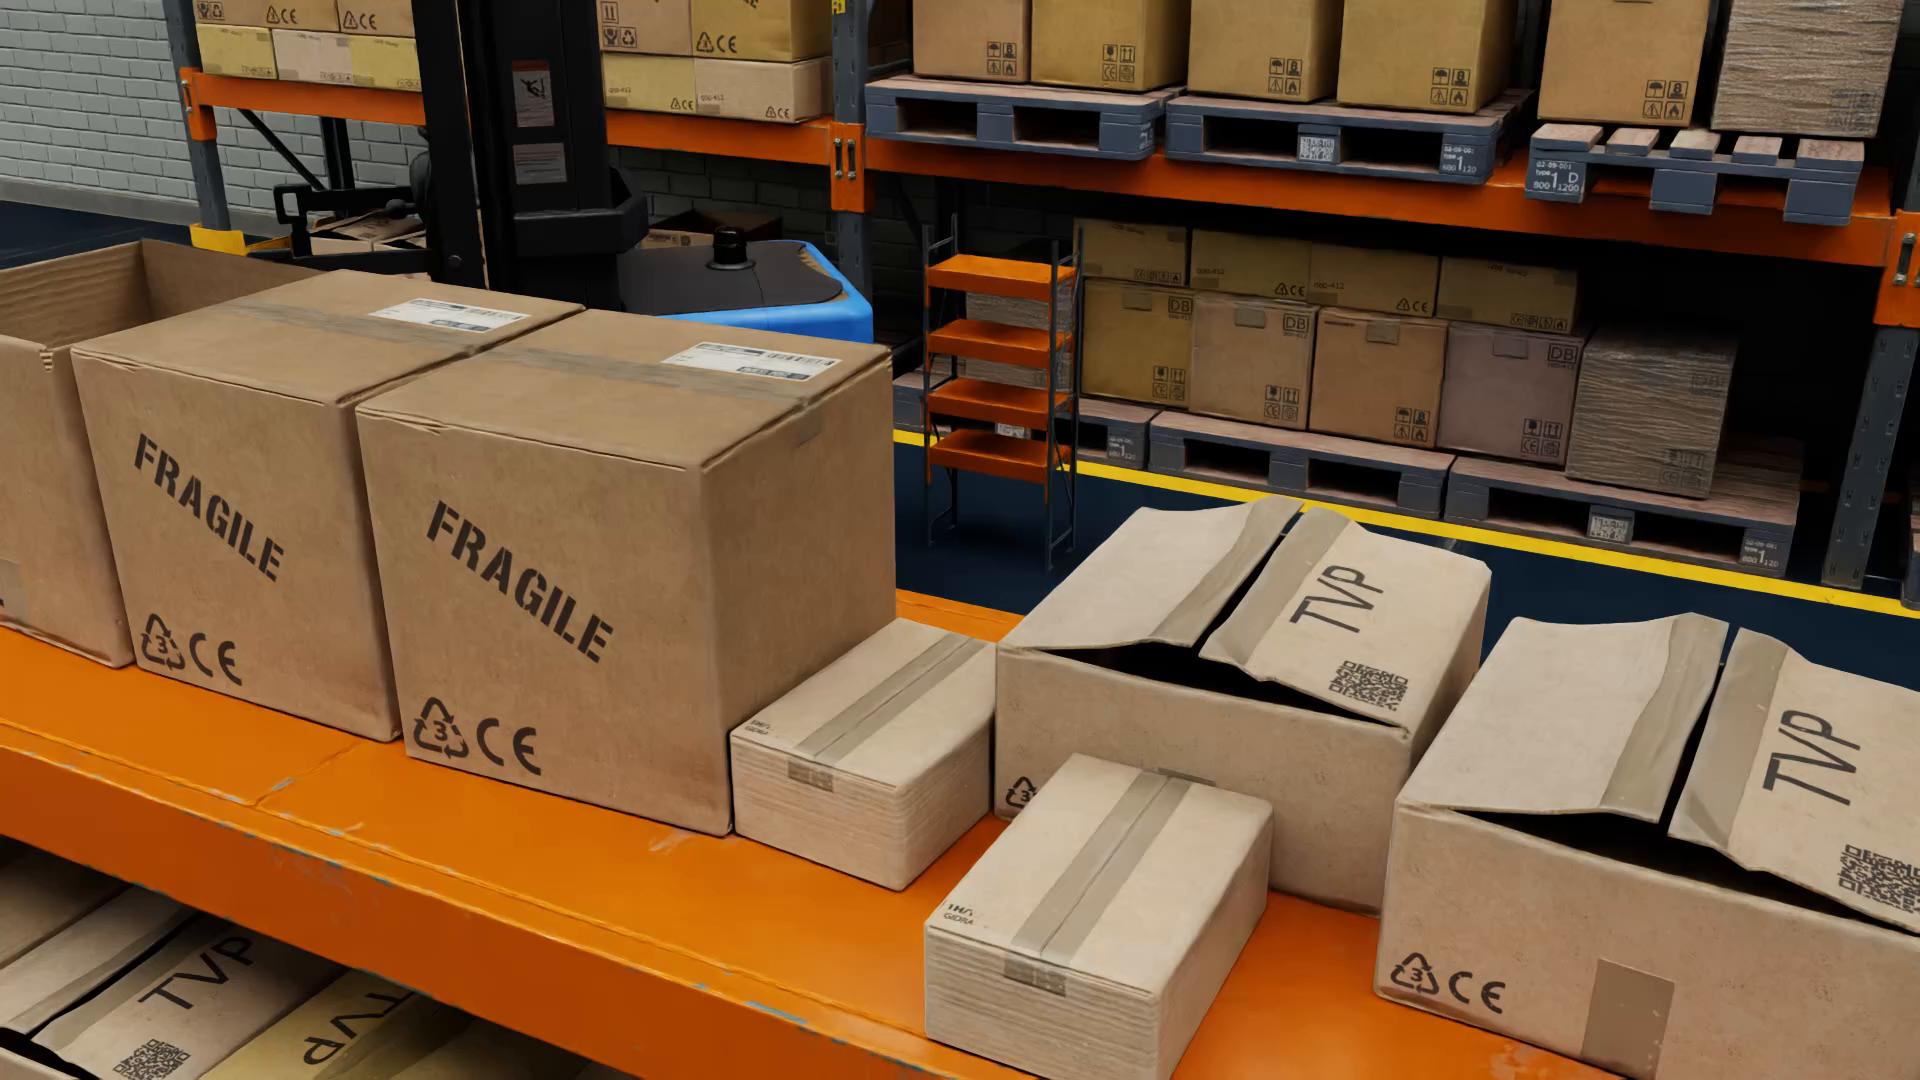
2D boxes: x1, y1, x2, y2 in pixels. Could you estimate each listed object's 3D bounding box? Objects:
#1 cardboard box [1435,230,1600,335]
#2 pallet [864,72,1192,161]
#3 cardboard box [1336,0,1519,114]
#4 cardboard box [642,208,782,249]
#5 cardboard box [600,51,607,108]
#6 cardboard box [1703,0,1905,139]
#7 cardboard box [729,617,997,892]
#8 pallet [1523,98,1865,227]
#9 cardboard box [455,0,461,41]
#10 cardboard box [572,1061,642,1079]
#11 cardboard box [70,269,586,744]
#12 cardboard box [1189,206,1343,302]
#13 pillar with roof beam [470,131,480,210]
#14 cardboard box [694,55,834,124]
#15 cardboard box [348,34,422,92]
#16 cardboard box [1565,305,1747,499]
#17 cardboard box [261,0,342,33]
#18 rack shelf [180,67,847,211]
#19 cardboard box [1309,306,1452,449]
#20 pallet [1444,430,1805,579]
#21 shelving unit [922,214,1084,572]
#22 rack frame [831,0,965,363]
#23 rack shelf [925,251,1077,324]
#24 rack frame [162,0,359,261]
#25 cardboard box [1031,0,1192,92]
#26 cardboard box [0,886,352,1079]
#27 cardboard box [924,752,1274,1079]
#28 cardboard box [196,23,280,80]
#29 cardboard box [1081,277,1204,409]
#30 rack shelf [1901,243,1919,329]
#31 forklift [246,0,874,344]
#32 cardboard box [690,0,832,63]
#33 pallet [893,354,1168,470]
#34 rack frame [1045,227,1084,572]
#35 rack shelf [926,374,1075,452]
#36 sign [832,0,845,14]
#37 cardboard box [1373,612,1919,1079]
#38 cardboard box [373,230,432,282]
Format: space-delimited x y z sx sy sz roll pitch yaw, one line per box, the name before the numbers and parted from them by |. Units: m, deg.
cardboard box | 2.170 -1.009 6.464 0.500 0.250 0.500 12 26 26
pallet | 0.364 -1.813 6.925 1.213 0.211 1.003 11 25 25
cardboard box | 1.771 -1.921 6.244 0.500 0.500 0.700 11 25 25
cardboard box | -1.197 -1.308 8.126 0.500 0.500 0.500 9 25 21
cardboard box | -1.709 -2.179 7.707 0.500 0.250 0.500 11 25 24
cardboard box | 2.893 -1.709 5.745 0.500 0.500 0.700 8 24 18
cardboard box | -0.078 0.260 2.126 0.250 0.149 0.380 13 26 28
pallet | 2.633 -1.381 5.909 1.003 0.211 1.213 11 25 25
cardboard box | -2.171 -2.618 7.781 0.500 0.500 0.500 12 26 26
cardboard box | -0.409 0.978 2.377 0.500 0.311 0.500 11 25 24
cardboard box | -0.889 -0.079 2.476 0.500 0.500 0.500 11 25 25
cardboard box | 1.272 -1.193 6.896 0.500 0.250 0.500 10 25 23
pillar with roof beam | -4.750 -4.229 4.695 0.400 9.000 9.100 11 25 25
cardboard box | -0.812 -2.005 7.297 0.500 0.250 0.500 11 26 25
cardboard box | -2.608 -2.358 8.127 0.500 0.250 0.500 11 25 24
cardboard box | 2.651 -0.542 6.323 0.500 0.500 0.700 12 26 25
cardboard box | -3.095 -2.798 8.205 0.500 0.500 0.500 11 26 25
rack shelf | -2.038 -2.109 8.296 4.000 0.370 1.077 11 25 25
cardboard box | 1.787 -0.751 6.815 0.500 0.500 0.700 11 25 24
pallet | 2.620 -0.236 6.535 1.213 0.211 1.003 11 25 25
shelving unit | 0.148 -0.523 5.946 0.503 1.200 0.258 11 25 25
rack frame | -0.253 -2.087 7.324 0.127 3.000 1.000 11 25 25
rack shelf | 0.148 -0.885 5.793 0.480 0.148 0.258 11 25 25
rack frame | -3.822 -2.793 8.985 0.127 3.000 1.000 11 25 25
cardboard box | 0.682 -2.132 6.741 0.500 0.500 0.700 14 27 30
cardboard box | -1.321 0.799 2.799 0.500 0.311 0.500 10 25 23
cardboard box | 0.158 0.403 1.789 0.250 0.149 0.380 11 25 25
cardboard box | -3.530 -2.536 8.547 0.500 0.250 0.500 10 25 23
cardboard box | 0.895 -0.941 7.262 0.500 0.500 0.700 11 25 24
rack shelf | 5.102 -0.696 4.974 4.000 0.370 1.077 11 25 25
forklift | -1.842 -1.132 5.167 3.031 2.935 1.130 -7 24 -15
cardboard box | -0.814 -2.348 7.145 0.500 0.500 0.500 11 25 24
pallet | 0.443 -0.667 7.548 1.213 0.211 1.003 11 25 25
rack frame | 0.365 -0.480 5.845 0.015 1.200 0.240 11 25 25
rack shelf | 0.148 -0.461 5.973 0.480 0.148 0.258 11 25 25
sign | -0.491 -2.294 6.706 0.005 0.325 0.100 11 25 25
cardboard box | 0.780 0.312 1.798 0.500 0.311 0.500 13 26 28
cardboard box | -2.737 -1.504 8.827 0.500 0.311 0.500 14 27 29
